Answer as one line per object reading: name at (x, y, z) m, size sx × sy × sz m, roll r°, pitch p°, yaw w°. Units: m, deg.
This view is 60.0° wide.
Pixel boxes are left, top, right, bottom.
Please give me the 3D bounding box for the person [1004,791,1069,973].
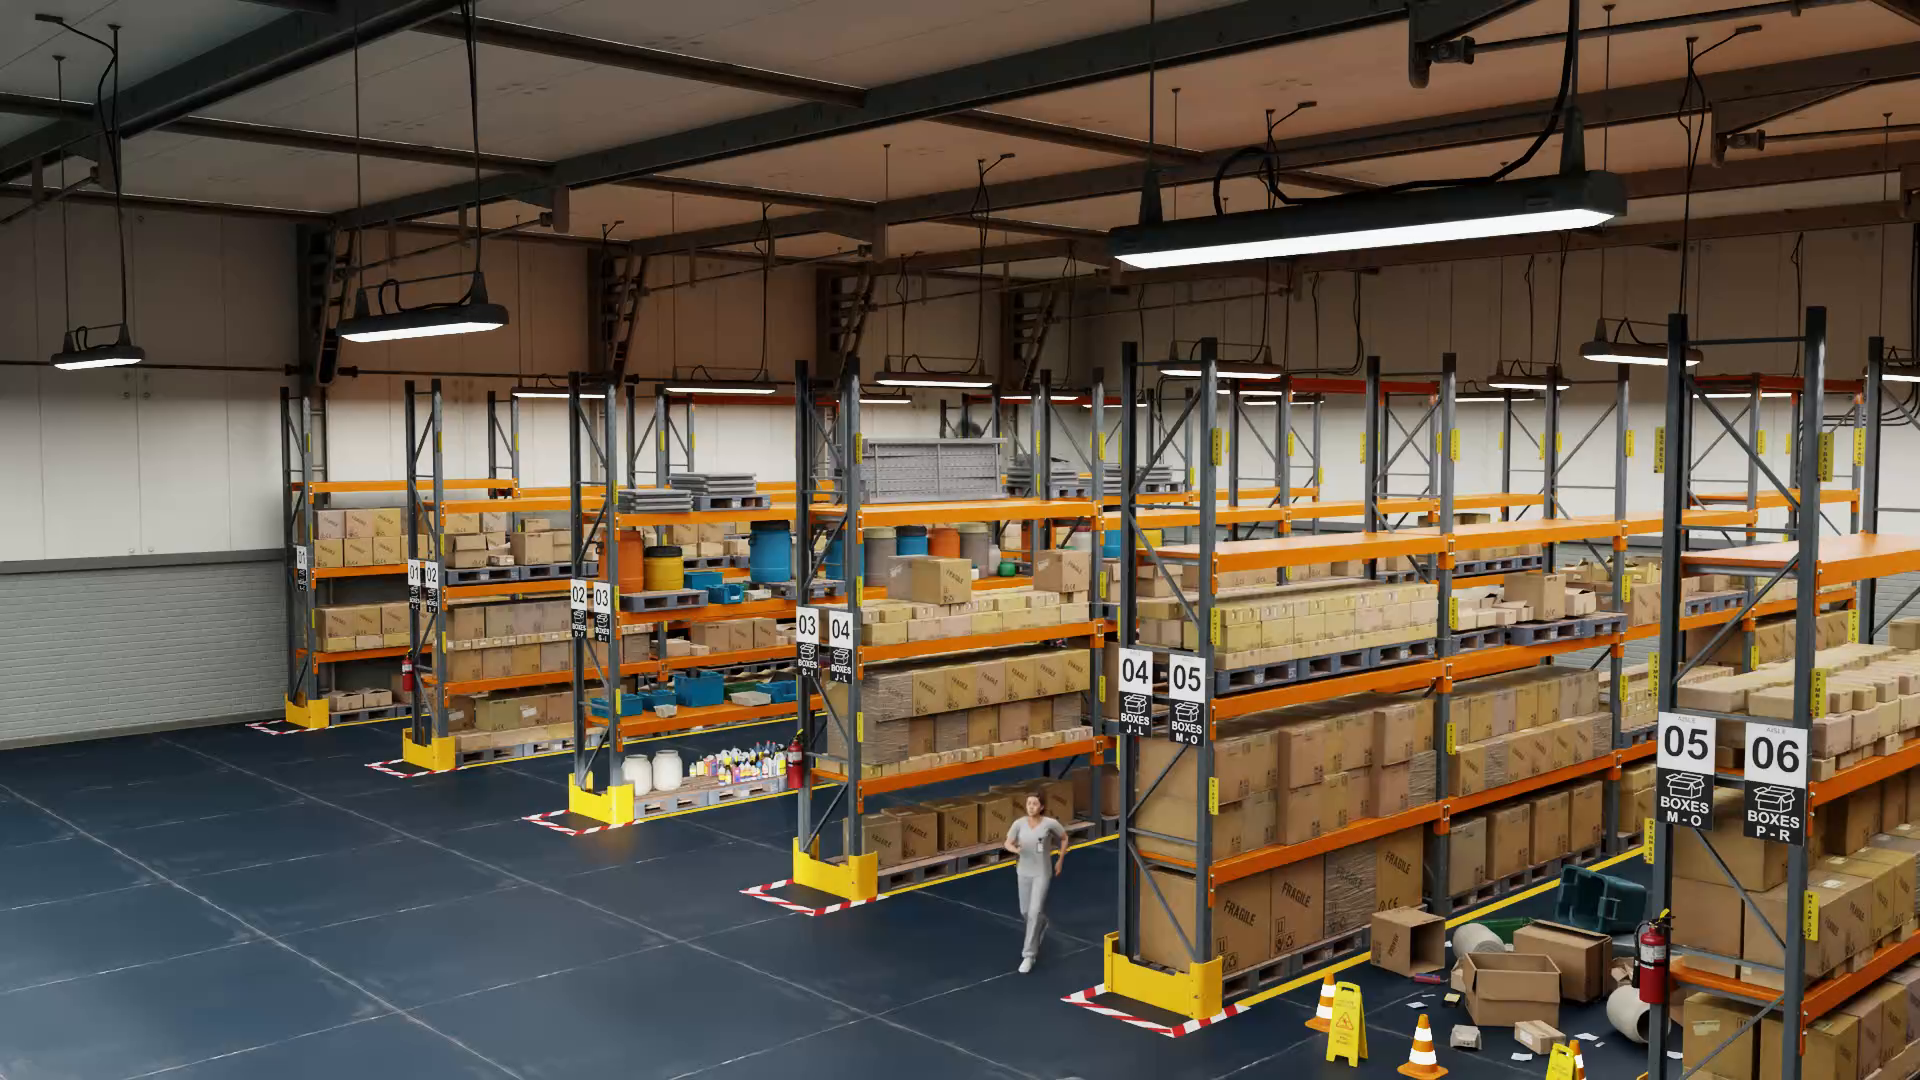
person at (0.737, 3.277, 16.250) m, size 0.597 × 1.678 × 0.892 m, roll 1°, pitch 4°, yaw 19°
